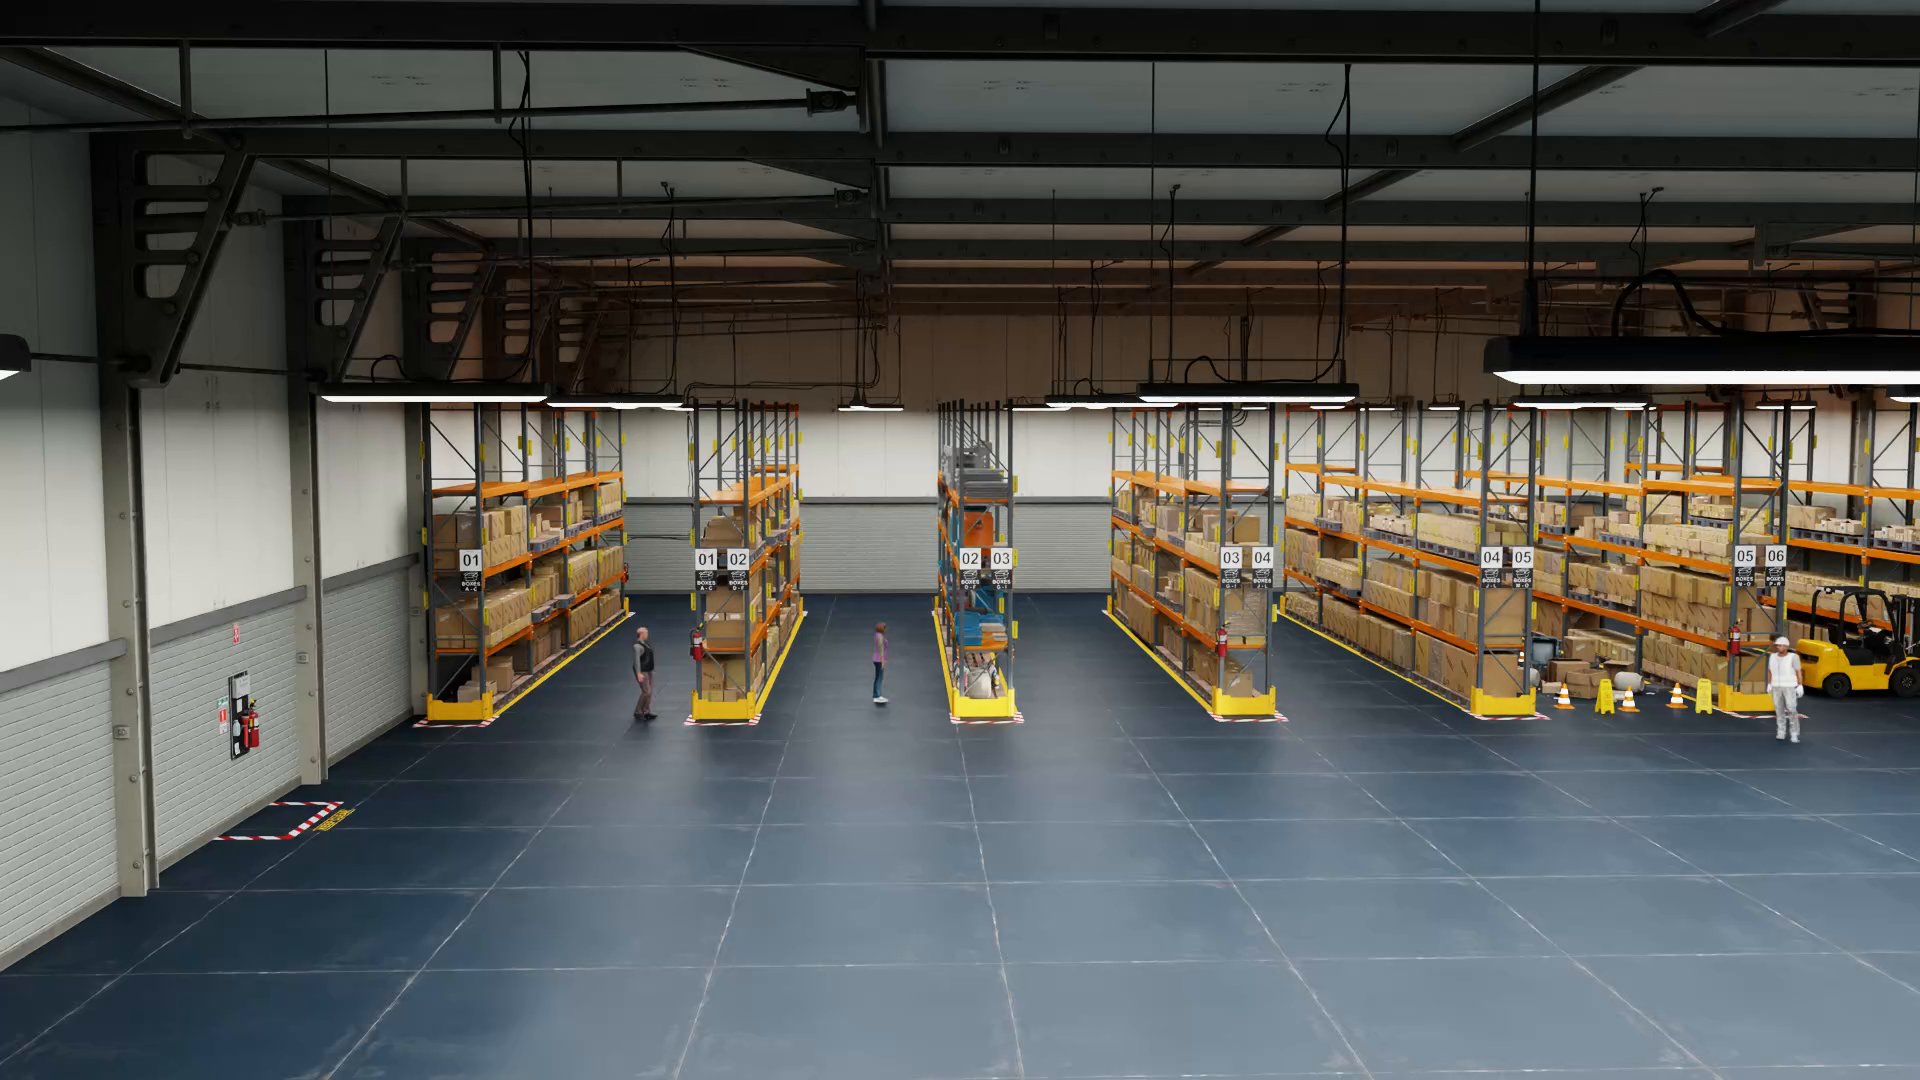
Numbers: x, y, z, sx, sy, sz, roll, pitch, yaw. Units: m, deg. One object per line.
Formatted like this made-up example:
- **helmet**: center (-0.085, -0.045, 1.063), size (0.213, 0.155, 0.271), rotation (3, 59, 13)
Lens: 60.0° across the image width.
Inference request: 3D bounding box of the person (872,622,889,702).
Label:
- **person**: center (-1.579, 2.419, 32.956), size (0.322, 1.608, 0.431), rotation (-1, 4, -8)

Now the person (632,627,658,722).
- **person**: center (-5.908, 2.507, 31.203), size (0.415, 1.742, 0.590), rotation (1, 4, 11)

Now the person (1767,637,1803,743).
- **person**: center (14.491, 2.602, 29.247), size (0.388, 1.789, 0.627), rotation (-3, 5, -35)
